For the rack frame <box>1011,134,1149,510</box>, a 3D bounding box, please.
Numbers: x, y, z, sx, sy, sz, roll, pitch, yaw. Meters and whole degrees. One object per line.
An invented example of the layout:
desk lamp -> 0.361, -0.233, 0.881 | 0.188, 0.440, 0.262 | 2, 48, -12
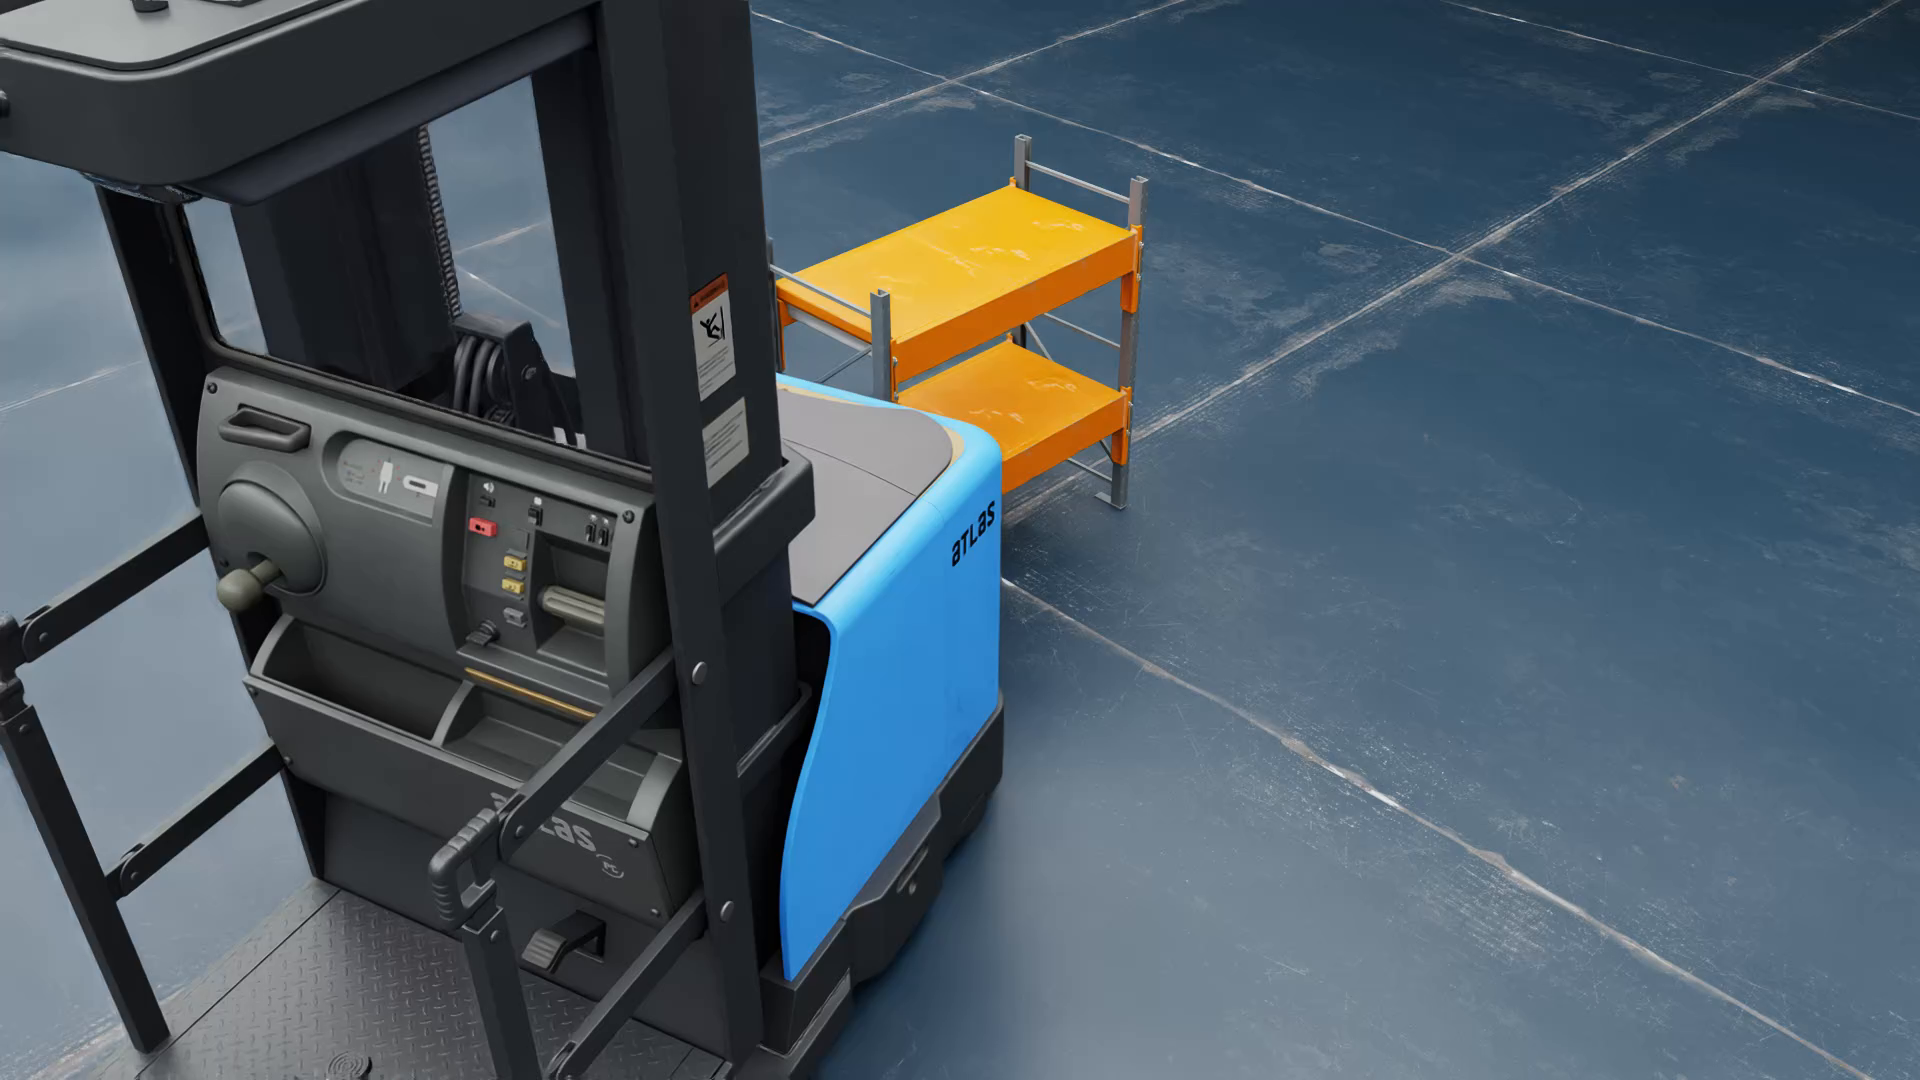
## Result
rack frame -> 0.353, -0.665, 5.220 | 0.500, 1.125, 0.032 | 30, 45, 35

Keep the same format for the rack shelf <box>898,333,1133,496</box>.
rack shelf -> -0.005, -0.258, 5.064 | 0.538, 0.278, 1.000 | 30, 45, 35

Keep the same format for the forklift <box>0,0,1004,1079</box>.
forklift -> -1.006, 0.058, 2.604 | 1.130, 2.935, 3.031 | 16, 38, 22

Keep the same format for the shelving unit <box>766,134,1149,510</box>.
shelving unit -> -0.005, -0.459, 4.924 | 0.538, 1.125, 1.048 | 30, 45, 35

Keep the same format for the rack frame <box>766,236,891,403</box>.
rack frame -> -0.363, -0.252, 4.628 | 0.500, 1.125, 0.032 | 30, 45, 35

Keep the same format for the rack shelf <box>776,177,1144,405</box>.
rack shelf -> -0.005, -0.699, 4.757 | 0.538, 0.278, 1.000 | 30, 45, 35
